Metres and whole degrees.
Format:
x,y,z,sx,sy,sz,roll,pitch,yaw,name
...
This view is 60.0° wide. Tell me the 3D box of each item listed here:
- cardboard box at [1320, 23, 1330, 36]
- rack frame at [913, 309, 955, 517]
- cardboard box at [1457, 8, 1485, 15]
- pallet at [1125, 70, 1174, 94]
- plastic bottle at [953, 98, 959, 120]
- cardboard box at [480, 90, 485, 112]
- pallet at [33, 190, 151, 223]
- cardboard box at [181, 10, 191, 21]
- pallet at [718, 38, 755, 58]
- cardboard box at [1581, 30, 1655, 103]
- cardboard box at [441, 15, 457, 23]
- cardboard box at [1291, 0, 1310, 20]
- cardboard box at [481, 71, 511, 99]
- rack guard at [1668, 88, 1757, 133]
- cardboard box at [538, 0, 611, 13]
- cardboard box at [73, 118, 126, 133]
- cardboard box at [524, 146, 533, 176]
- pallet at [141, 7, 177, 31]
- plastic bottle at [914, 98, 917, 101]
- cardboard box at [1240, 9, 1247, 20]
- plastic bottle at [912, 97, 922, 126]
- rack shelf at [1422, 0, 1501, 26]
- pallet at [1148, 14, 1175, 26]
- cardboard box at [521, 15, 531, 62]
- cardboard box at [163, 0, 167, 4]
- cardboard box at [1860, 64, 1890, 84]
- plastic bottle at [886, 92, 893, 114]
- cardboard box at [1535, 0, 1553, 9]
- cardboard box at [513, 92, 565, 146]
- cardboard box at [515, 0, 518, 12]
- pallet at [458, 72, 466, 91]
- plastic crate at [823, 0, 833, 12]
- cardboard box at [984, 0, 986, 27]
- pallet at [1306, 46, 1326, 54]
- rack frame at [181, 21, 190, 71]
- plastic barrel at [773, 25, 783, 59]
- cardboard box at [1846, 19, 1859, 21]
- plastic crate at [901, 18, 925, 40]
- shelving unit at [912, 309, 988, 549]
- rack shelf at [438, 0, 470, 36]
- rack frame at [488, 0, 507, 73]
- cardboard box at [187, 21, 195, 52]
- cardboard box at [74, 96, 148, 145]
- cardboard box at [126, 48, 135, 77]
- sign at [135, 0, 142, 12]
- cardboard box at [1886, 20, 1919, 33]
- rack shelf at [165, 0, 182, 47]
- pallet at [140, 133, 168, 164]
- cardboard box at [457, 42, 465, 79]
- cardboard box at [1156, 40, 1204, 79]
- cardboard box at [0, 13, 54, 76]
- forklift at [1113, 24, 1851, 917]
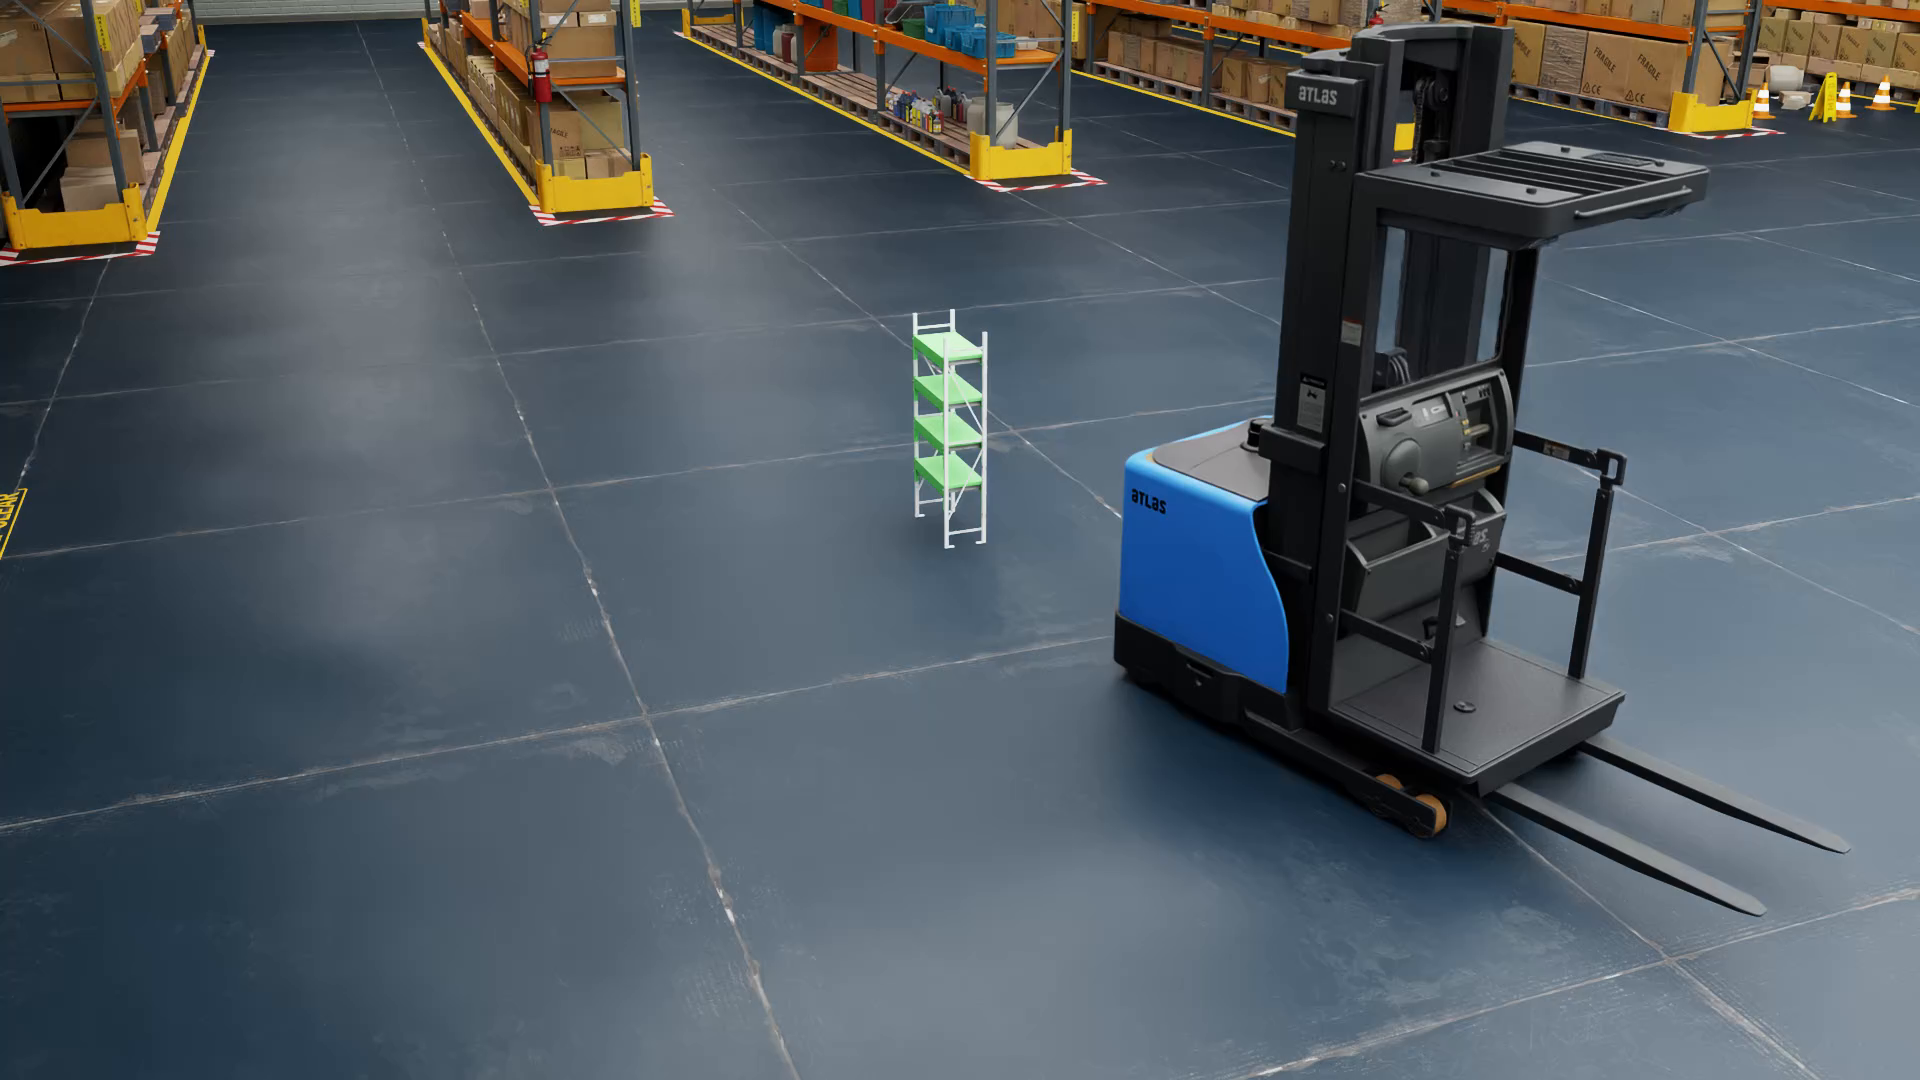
x,y,z,sx,sy,sz,roll,pitch,yaw,name
4.817,-6.516,21.172,0.380,0.149,0.250,-8,24,-19,cardboard box
-0.145,-0.702,9.370,0.240,1.200,0.015,-8,24,-19,rack frame
10.734,-11.009,33.703,0.875,0.875,0.875,-8,24,-17,cardboard box
3.284,-7.184,26.023,1.003,0.211,1.213,-8,24,-19,pallet
-0.046,-5.609,21.627,0.061,0.283,0.133,-8,24,-19,plastic bottle
-6.228,-5.977,22.568,0.500,0.250,0.500,-8,24,-18,cardboard box
-8.774,-3.293,16.791,1.003,0.211,1.213,-8,24,-19,pallet
-13.498,-9.049,28.701,0.380,0.149,0.250,-8,24,-18,cardboard box
-3.760,-8.947,30.205,1.003,0.211,1.213,-8,24,-19,pallet
9.470,-6.704,23.489,0.875,0.875,0.875,-9,24,-20,cardboard box
-8.768,-9.026,29.450,0.797,0.503,0.637,-8,24,-19,cardboard box
4.815,-7.029,21.552,0.875,0.500,0.500,-8,24,-19,cardboard box
-6.048,-6.047,22.013,0.500,0.311,0.500,-8,24,-19,cardboard box
10.093,-5.772,22.302,1.175,0.500,0.348,-8,24,-19,rack guard
-4.032,-5.766,17.269,0.700,0.500,0.500,-8,24,-19,cardboard box
-9.502,-4.383,18.439,0.500,0.500,0.500,-10,25,-23,cardboard box
-4.514,-4.192,18.333,0.500,0.250,0.500,-8,24,-19,cardboard box
-10.968,-6.824,21.826,1.213,0.211,1.003,-8,24,-19,pallet
-0.577,-5.622,21.673,0.097,0.271,0.097,0,23,0,plastic bottle
4.078,-7.238,22.885,0.380,0.149,0.250,-8,24,-19,cardboard box
-0.524,-5.472,21.214,0.144,0.351,0.185,-9,24,-19,plastic bottle
7.965,-8.782,27.149,1.077,0.370,4.000,-8,24,-19,rack shelf
4.713,-11.134,35.394,1.003,0.211,1.213,-8,24,-19,pallet
-4.563,-5.711,18.809,0.700,0.500,0.500,-8,24,-17,cardboard box
-11.428,-7.753,23.244,0.500,0.500,0.500,-8,24,-17,cardboard box
13.967,-7.021,25.046,0.500,0.250,0.500,-8,24,-19,cardboard box
-0.936,-5.832,22.172,0.097,0.271,0.097,0,23,0,plastic bottle
9.028,-8.126,24.475,0.875,0.550,0.550,-8,24,-19,cardboard box
-4.695,-4.719,18.617,0.500,0.500,0.500,-8,24,-19,cardboard box
-4.809,-6.043,18.762,0.380,0.149,0.250,-9,24,-19,cardboard box
-7.342,-7.272,26.232,1.003,0.211,1.213,-8,24,-19,pallet
-1.767,-7.917,24.089,0.402,0.464,0.583,-8,24,-19,plastic crate
1.011,-10.115,31.580,0.875,0.875,0.875,-8,24,-19,cardboard box
6.984,-8.839,29.949,1.003,0.211,1.213,-8,24,-19,pallet
-12.732,-8.610,25.817,1.000,3.000,0.127,-8,24,-19,rack frame
-2.922,-8.342,27.843,0.421,0.512,0.421,0,23,0,plastic barrel
13.908,-8.011,26.430,0.500,0.500,0.500,-8,24,-18,cardboard box
-0.423,-6.433,20.924,0.450,0.188,0.662,-8,24,-19,plastic crate
-0.058,-0.613,9.160,0.258,1.200,0.503,-8,24,-19,shelving unit
-7.393,-8.233,25.848,1.077,0.370,4.000,-8,24,-19,rack shelf
-5.273,-6.385,20.536,1.000,3.000,0.127,-8,24,-19,rack frame
-13.628,-8.683,28.667,0.700,0.500,0.500,-8,24,-19,cardboard box
-10.182,-5.020,19.949,0.700,0.500,0.500,-7,24,-17,cardboard box
-8.916,-4.968,17.342,0.500,0.250,0.500,-8,24,-19,cardboard box
-9.401,-6.180,18.935,0.100,0.325,0.005,-8,24,-19,sign
13.960,-7.599,24.617,0.380,0.149,0.250,-8,24,-17,cardboard box
-12.026,-7.552,24.232,1.077,0.370,4.000,-8,24,-19,rack shelf
-10.183,-4.701,20.133,1.003,0.211,1.213,-8,24,-19,pallet
-7.419,-7.385,25.561,0.500,0.500,0.500,-9,25,-21,cardboard box
3.450,-7.399,25.594,0.700,0.500,0.500,-11,25,-24,cardboard box
-8.859,-4.678,15.689,0.500,0.500,0.500,-9,24,-20,cardboard box
2.029,-0.408,6.444,1.130,2.935,3.031,-17,28,-35,forklift
